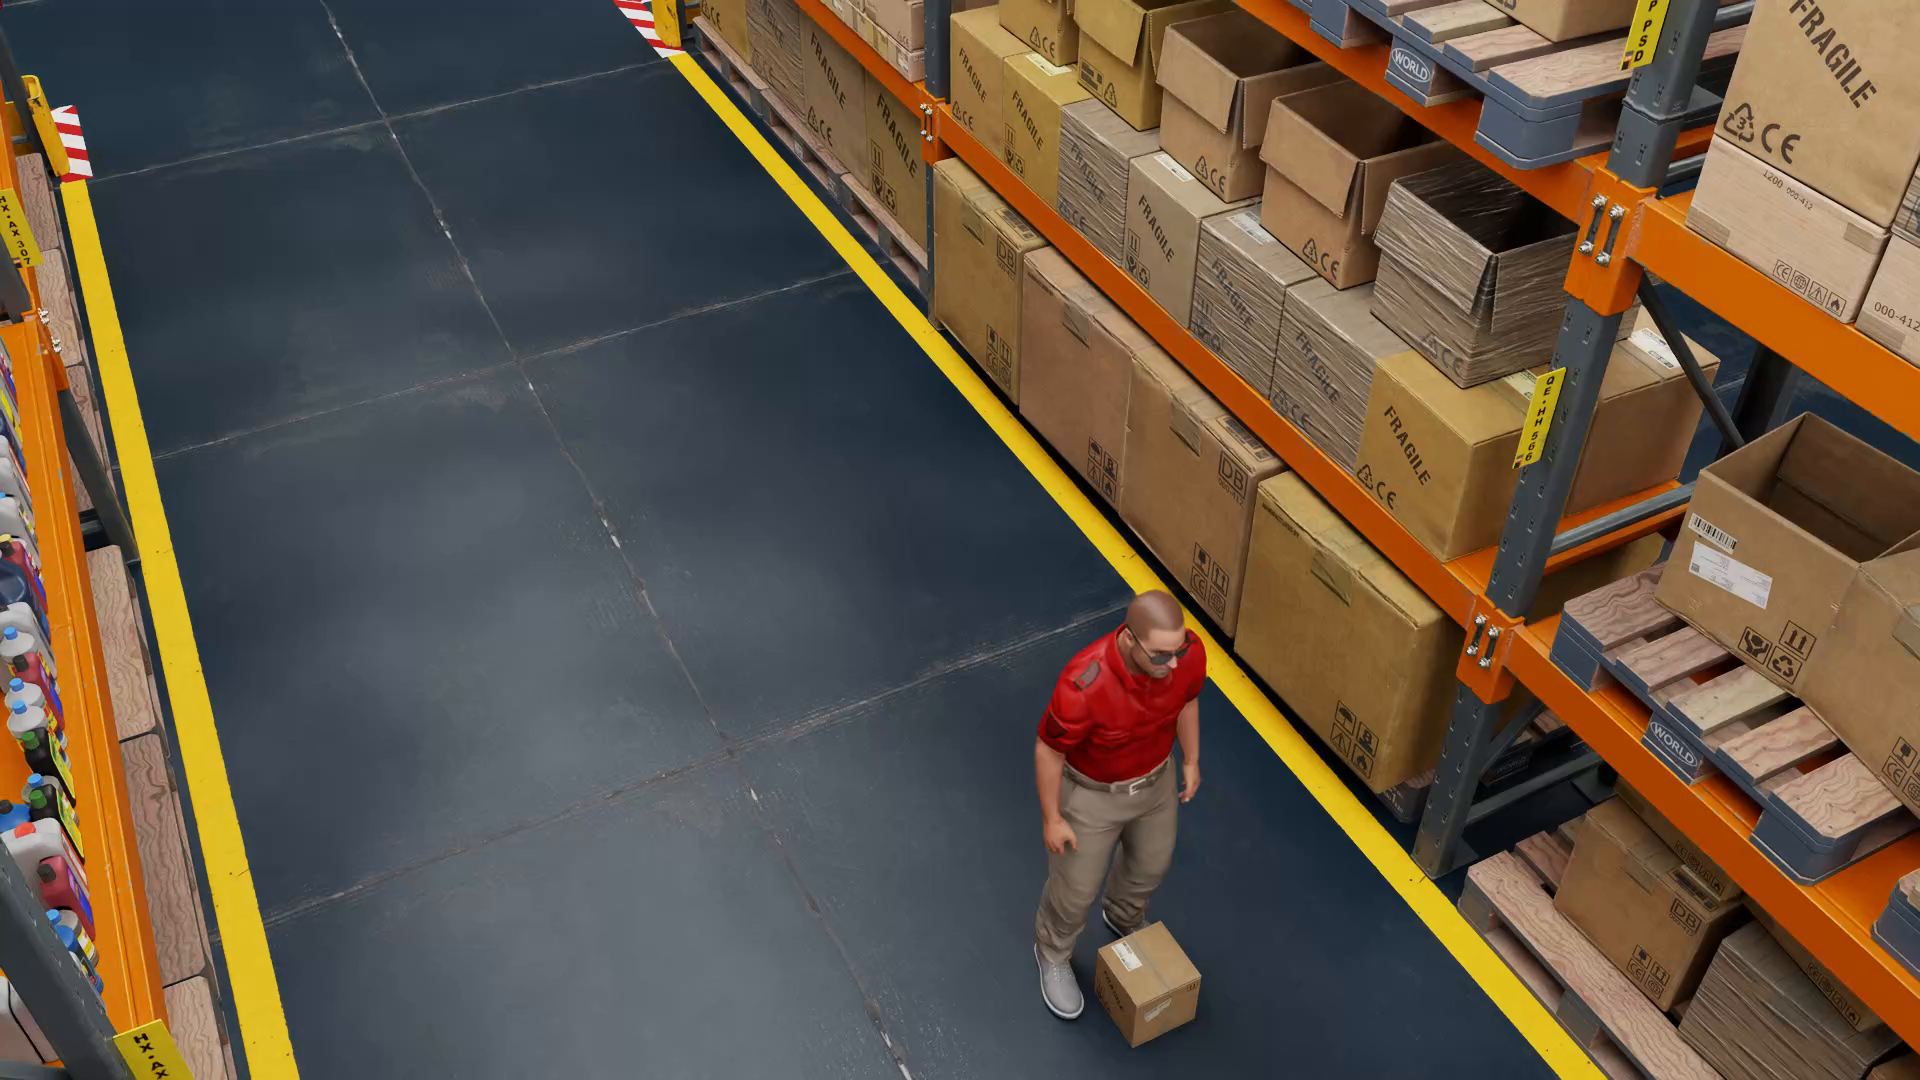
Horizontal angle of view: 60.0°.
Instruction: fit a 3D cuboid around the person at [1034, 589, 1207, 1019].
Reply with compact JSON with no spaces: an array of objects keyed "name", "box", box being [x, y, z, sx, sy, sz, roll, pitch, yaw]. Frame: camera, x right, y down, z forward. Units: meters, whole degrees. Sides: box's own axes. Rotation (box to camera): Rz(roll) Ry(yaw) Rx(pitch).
[{"name":"person","box":[0.505,0.787,5.264,0.591,1.726,0.387,-19,45,-21]}]
